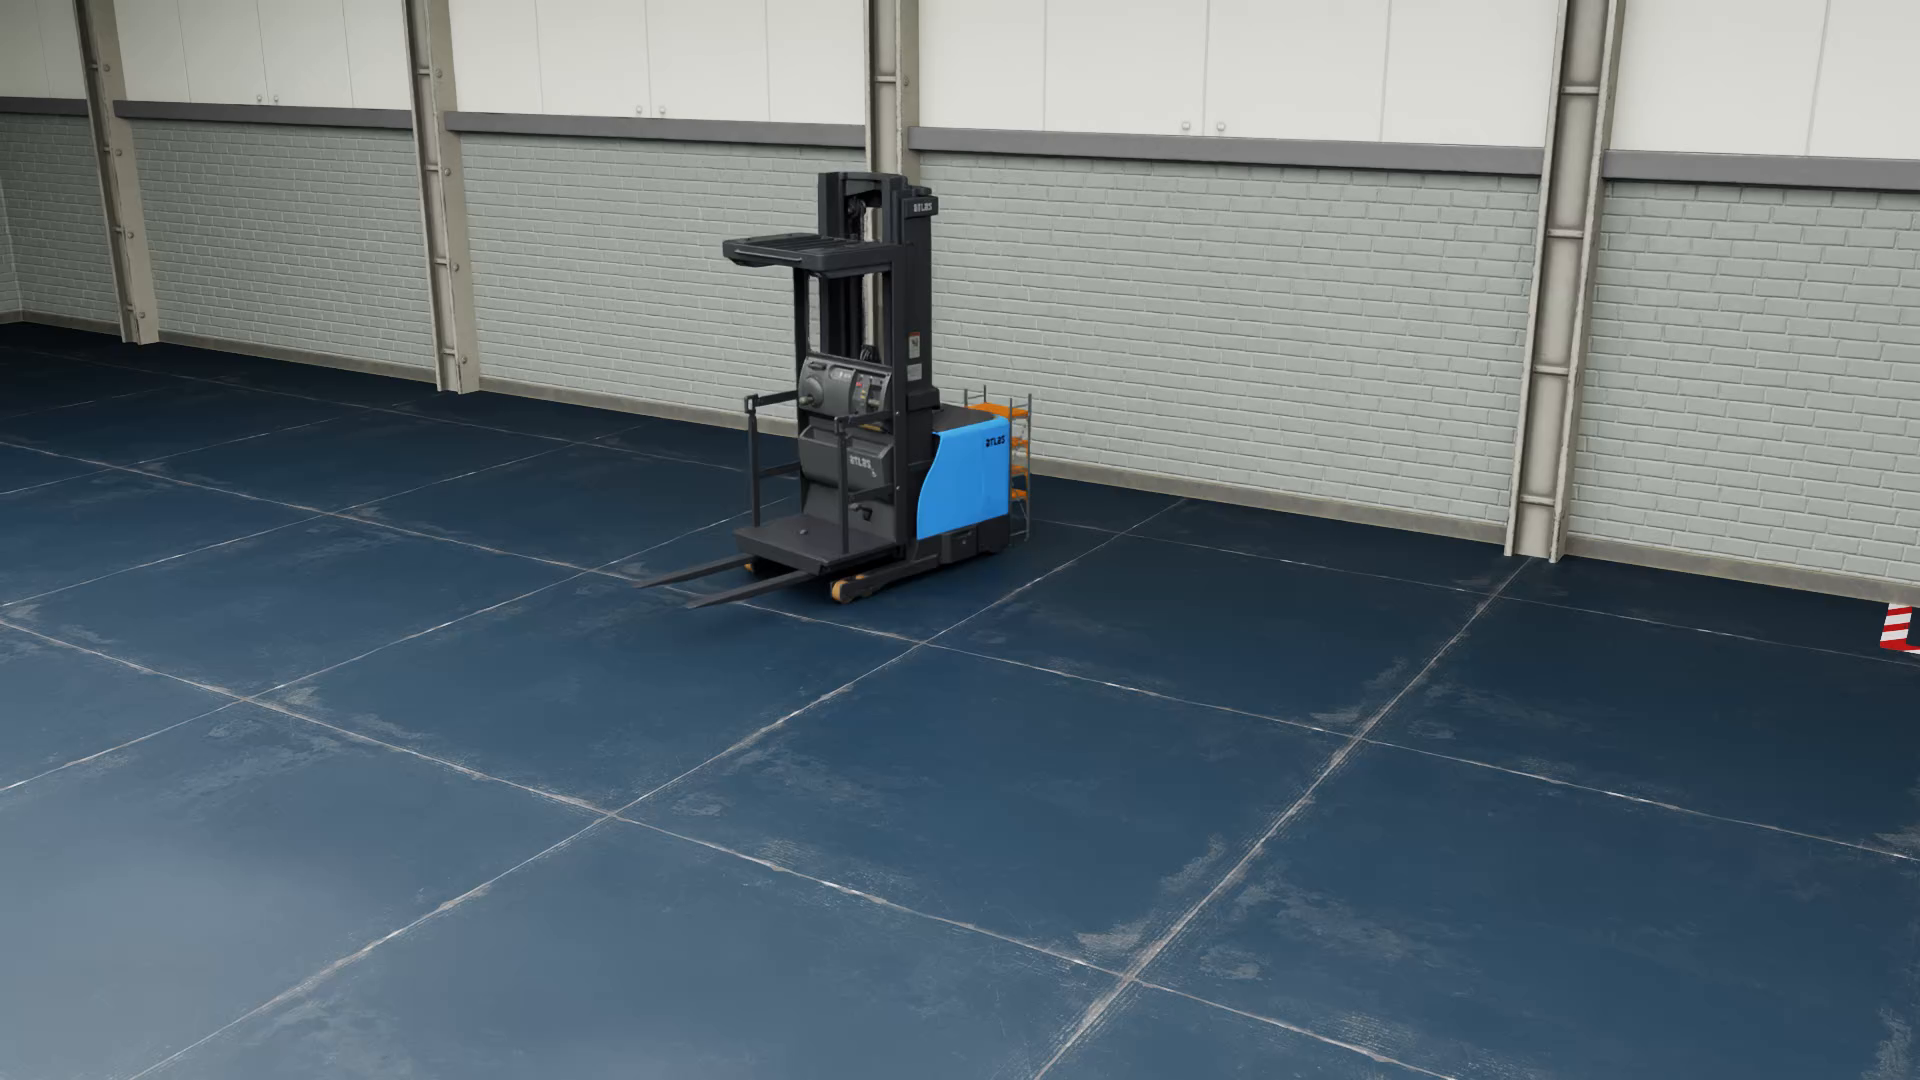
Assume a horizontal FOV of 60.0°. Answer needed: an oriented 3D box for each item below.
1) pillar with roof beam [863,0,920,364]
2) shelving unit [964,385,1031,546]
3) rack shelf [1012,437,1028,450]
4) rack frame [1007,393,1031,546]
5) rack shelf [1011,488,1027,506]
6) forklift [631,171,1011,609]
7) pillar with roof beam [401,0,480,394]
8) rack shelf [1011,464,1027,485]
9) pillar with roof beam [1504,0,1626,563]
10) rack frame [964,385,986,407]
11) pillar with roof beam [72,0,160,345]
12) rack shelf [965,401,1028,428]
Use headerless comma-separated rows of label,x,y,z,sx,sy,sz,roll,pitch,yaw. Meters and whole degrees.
pillar with roof beam,-2.868,-4.043,11.207,0.400,9.000,9.100,10,20,30
shelving unit,0.294,-0.600,13.289,0.503,1.200,0.258,16,23,42
rack shelf,0.295,-0.750,13.244,0.480,0.148,0.258,16,23,42
rack frame,0.469,-0.550,13.126,0.015,1.200,0.240,16,23,42
rack shelf,0.293,-0.345,13.365,0.480,0.148,0.258,16,23,42
forklift,-0.992,-1.116,12.014,1.130,2.935,3.031,16,23,42
pillar with roof beam,-7.980,-4.955,14.212,0.400,9.000,9.100,10,20,30
rack shelf,0.294,-0.536,13.309,0.480,0.148,0.258,16,23,42
pillar with roof beam,2.245,-3.130,8.203,0.400,9.000,9.100,10,20,30
rack frame,0.120,-0.650,13.453,0.015,1.200,0.240,16,23,42
pillar with roof beam,-13.093,-5.868,17.216,0.400,9.000,9.100,10,20,30
rack shelf,0.296,-0.977,13.177,0.480,0.148,0.258,16,23,42
